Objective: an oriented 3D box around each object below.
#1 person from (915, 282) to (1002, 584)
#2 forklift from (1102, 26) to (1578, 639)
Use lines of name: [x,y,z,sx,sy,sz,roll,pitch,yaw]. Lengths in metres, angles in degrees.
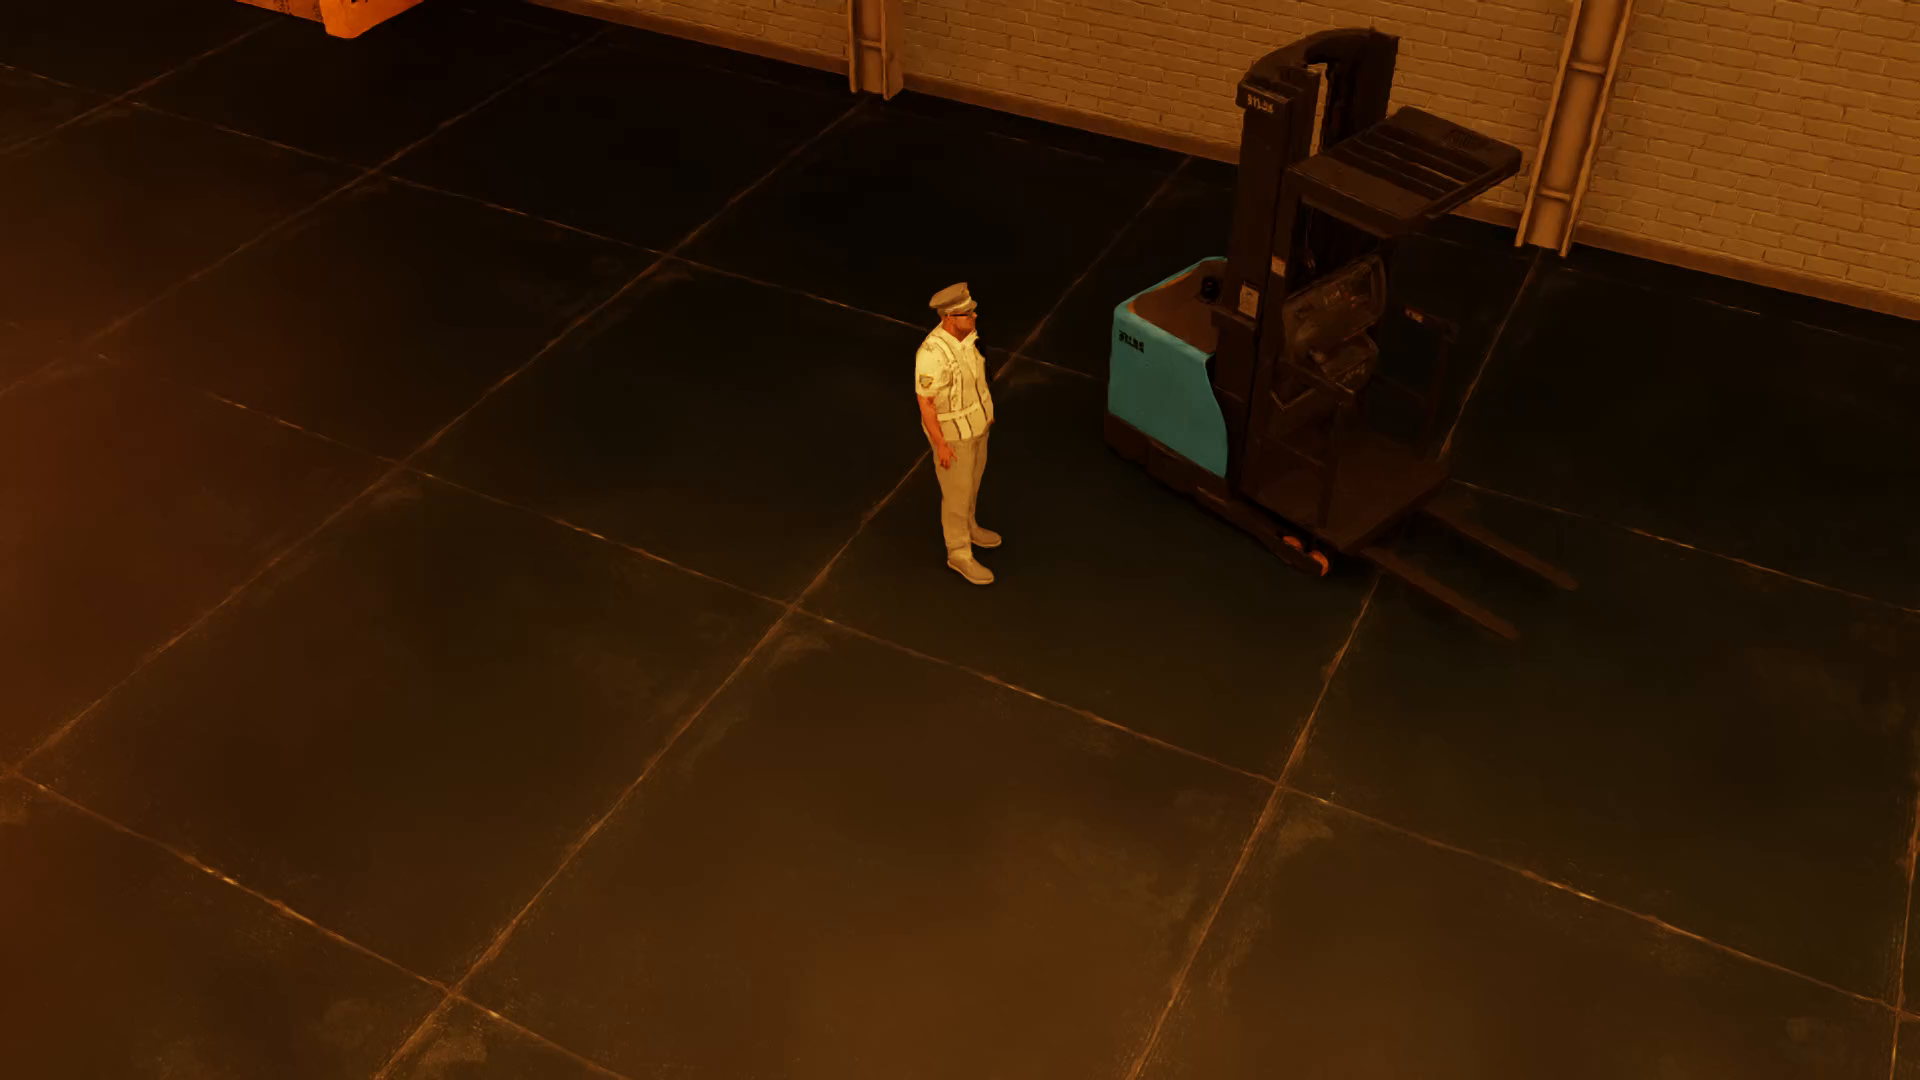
person: [0.064,-0.657,9.648,0.574,1.778,0.640,18,43,21]
forklift: [2.306,-1.264,9.487,1.130,2.935,3.031,-31,49,-31]
